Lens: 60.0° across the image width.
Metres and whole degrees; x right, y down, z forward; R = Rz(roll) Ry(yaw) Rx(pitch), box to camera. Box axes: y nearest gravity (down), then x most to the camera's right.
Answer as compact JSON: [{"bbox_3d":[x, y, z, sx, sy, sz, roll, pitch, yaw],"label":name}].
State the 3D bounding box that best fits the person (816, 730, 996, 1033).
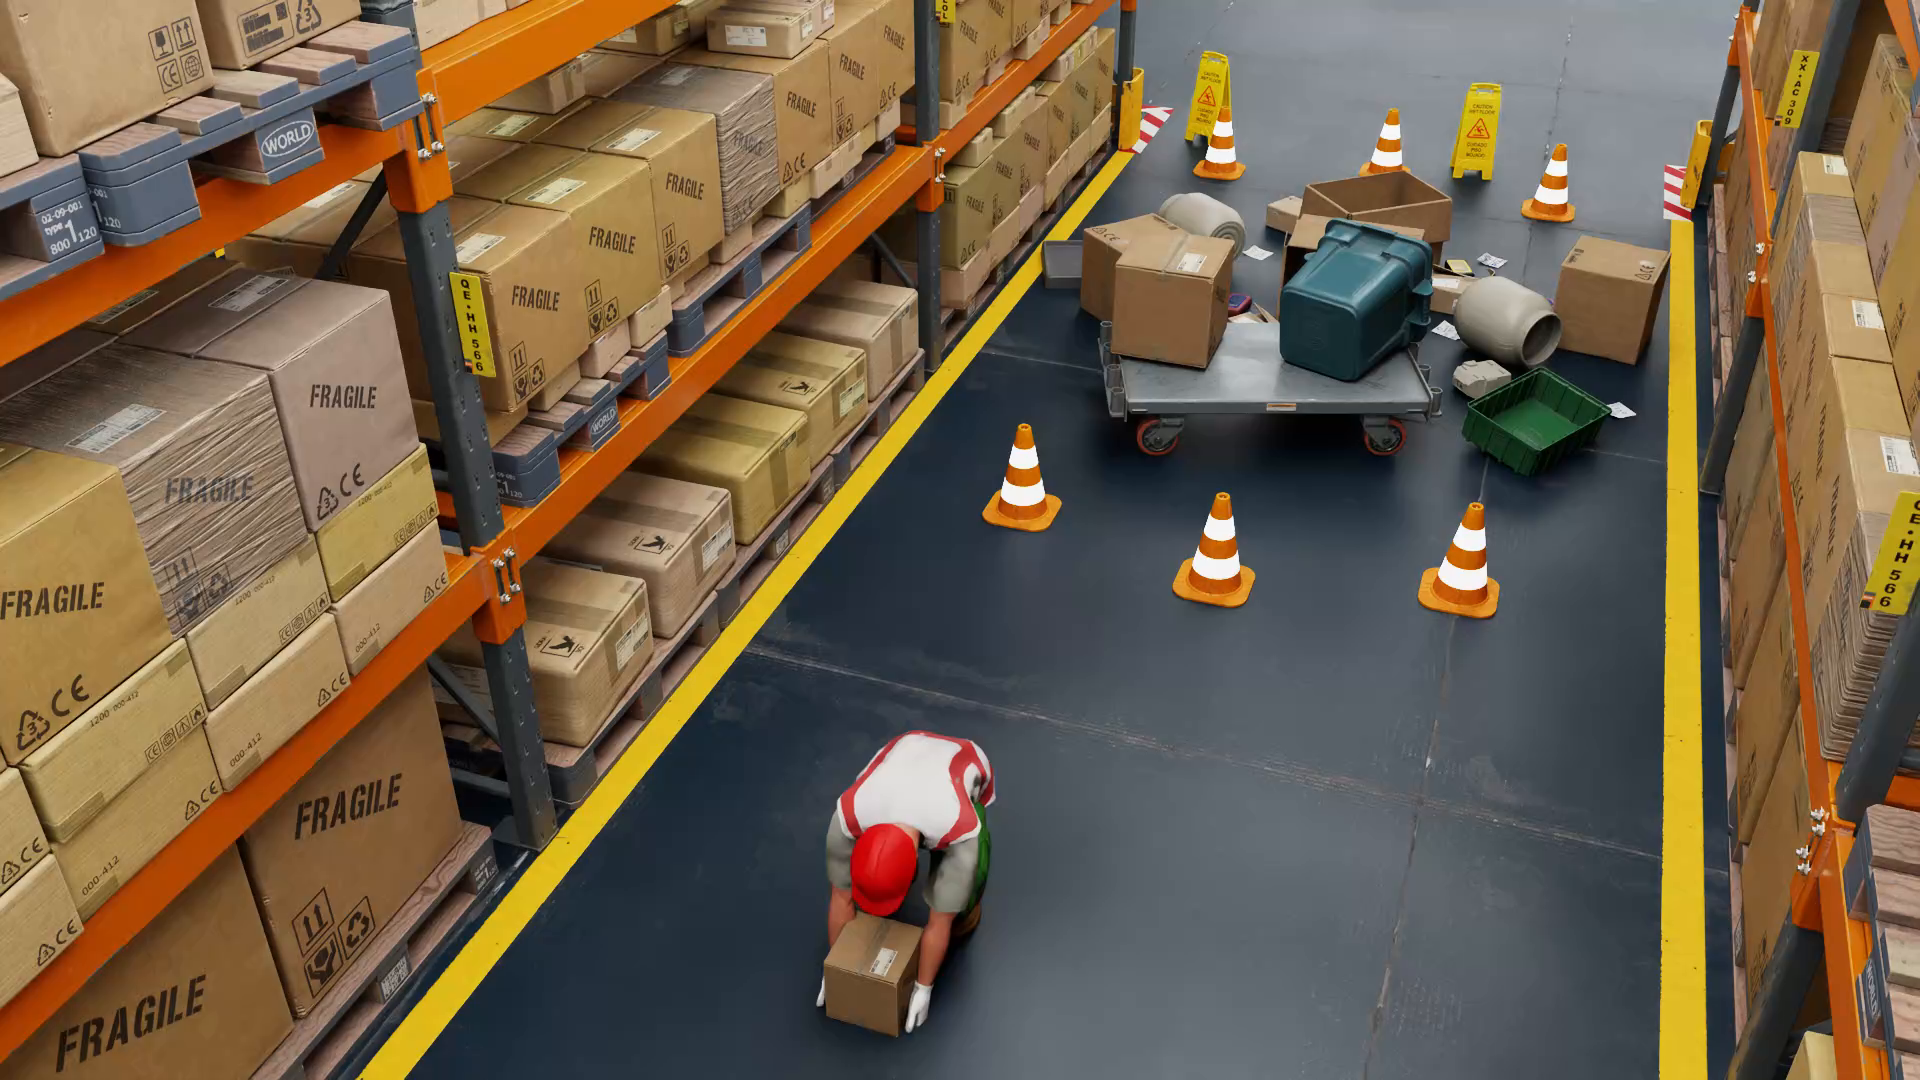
[{"bbox_3d":[-0.162,1.062,5.495,0.541,0.879,0.923,11,34,16],"label":"person"}]
